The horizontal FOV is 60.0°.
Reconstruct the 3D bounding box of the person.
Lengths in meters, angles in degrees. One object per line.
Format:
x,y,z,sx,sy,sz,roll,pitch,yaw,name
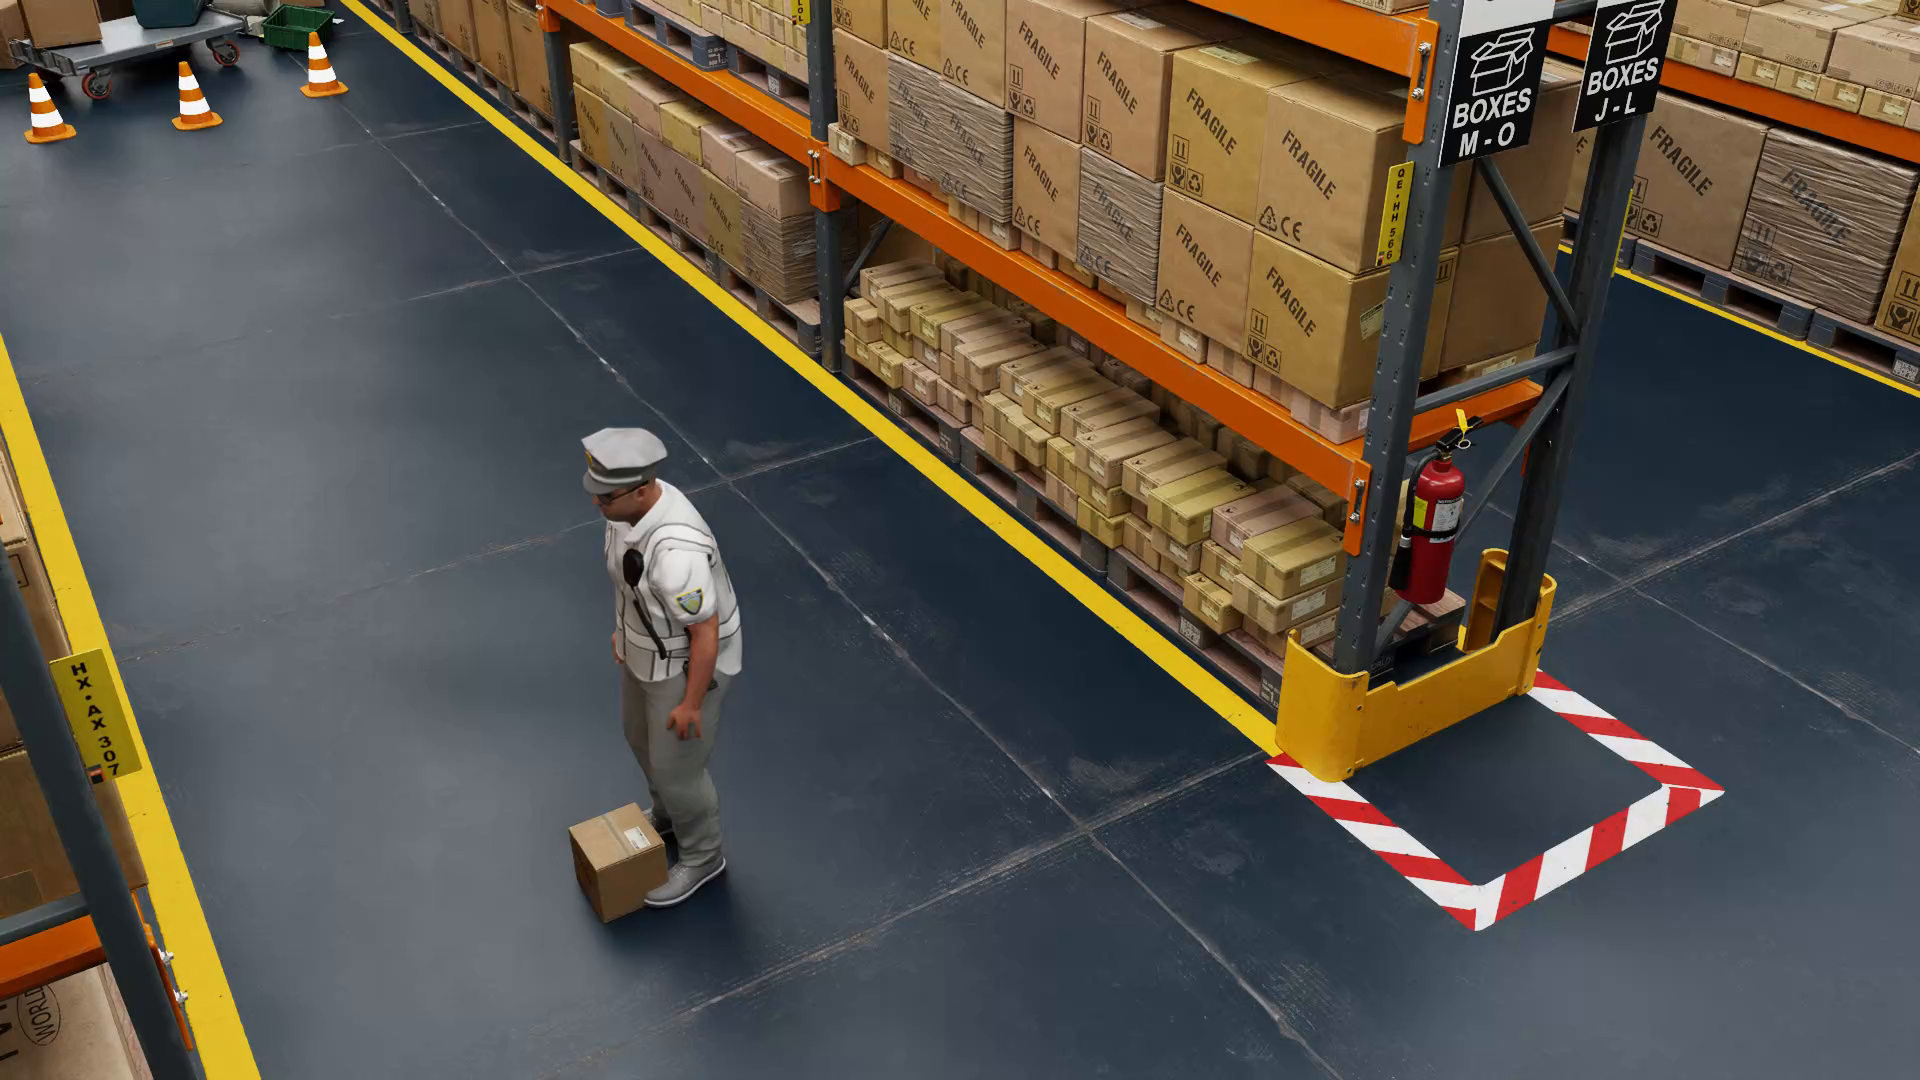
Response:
-0.969,0.406,5.491,0.465,1.748,0.584,-19,37,-27,person
